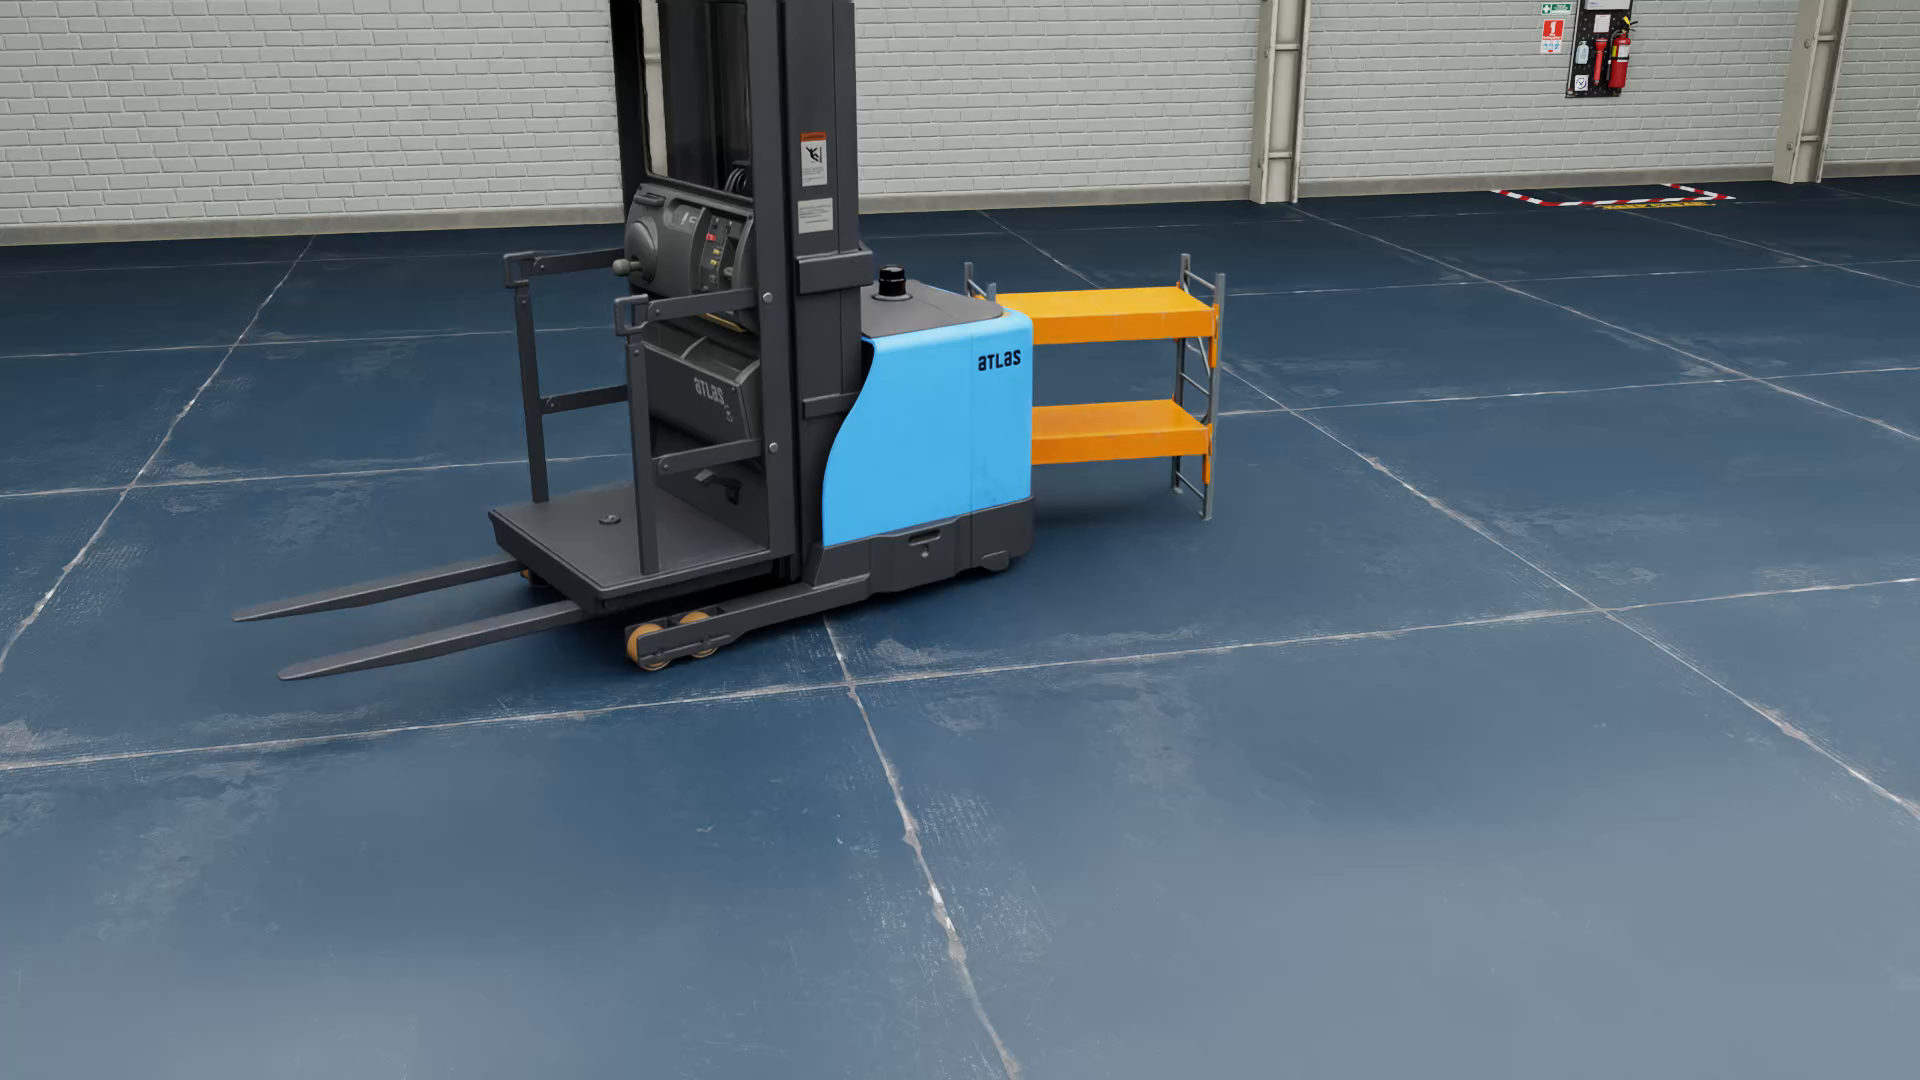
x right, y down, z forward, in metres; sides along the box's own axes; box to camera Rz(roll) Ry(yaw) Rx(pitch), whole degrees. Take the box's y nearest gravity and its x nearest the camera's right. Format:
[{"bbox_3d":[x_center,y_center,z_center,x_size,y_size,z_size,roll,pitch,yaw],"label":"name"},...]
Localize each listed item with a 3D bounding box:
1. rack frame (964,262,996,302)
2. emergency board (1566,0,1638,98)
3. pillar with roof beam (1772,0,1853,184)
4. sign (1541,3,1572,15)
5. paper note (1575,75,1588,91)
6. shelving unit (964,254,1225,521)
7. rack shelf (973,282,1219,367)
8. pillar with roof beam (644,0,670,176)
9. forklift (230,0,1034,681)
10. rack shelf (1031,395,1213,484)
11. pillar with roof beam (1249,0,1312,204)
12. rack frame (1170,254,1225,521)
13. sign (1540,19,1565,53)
[{"bbox_3d":[0.084,-0.629,7.397,0.032,1.125,0.500,-4,21,-11],"label":"rack frame"},{"bbox_3d":[6.533,-5.071,16.796,0.643,1.169,0.194,-5,21,-12],"label":"emergency board"},{"bbox_3d":[9.937,-6.629,12.329,0.400,9.000,9.100,-5,21,-12],"label":"pillar with roof beam"},{"bbox_3d":[5.978,-5.324,16.666,0.331,0.109,0.001,-5,21,-12],"label":"sign"},{"bbox_3d":[6.345,-4.666,16.972,0.142,0.148,0.016,-5,21,-12],"label":"paper note"},{"bbox_3d":[0.582,-0.665,7.495,1.048,1.125,0.538,-4,21,-11],"label":"shelving unit"},{"bbox_3d":[0.582,-0.940,7.394,1.000,0.278,0.538,-4,21,-11],"label":"rack shelf"},{"bbox_3d":[-1.741,-5.680,9.737,0.400,9.000,9.100,-5,21,-12],"label":"pillar with roof beam"},{"bbox_3d":[-1.182,-1.109,6.081,3.031,2.935,1.130,-14,24,-33],"label":"forklift"},{"bbox_3d":[0.582,-0.435,7.579,1.000,0.278,0.538,-4,21,-11],"label":"rack shelf"},{"bbox_3d":[4.098,-6.154,11.033,0.400,9.000,9.100,-5,21,-12],"label":"pillar with roof beam"},{"bbox_3d":[1.080,-0.701,7.593,0.032,1.125,0.500,-4,21,-11],"label":"rack frame"},{"bbox_3d":[5.971,-5.078,16.765,0.234,0.329,0.001,-5,21,-12],"label":"sign"}]
